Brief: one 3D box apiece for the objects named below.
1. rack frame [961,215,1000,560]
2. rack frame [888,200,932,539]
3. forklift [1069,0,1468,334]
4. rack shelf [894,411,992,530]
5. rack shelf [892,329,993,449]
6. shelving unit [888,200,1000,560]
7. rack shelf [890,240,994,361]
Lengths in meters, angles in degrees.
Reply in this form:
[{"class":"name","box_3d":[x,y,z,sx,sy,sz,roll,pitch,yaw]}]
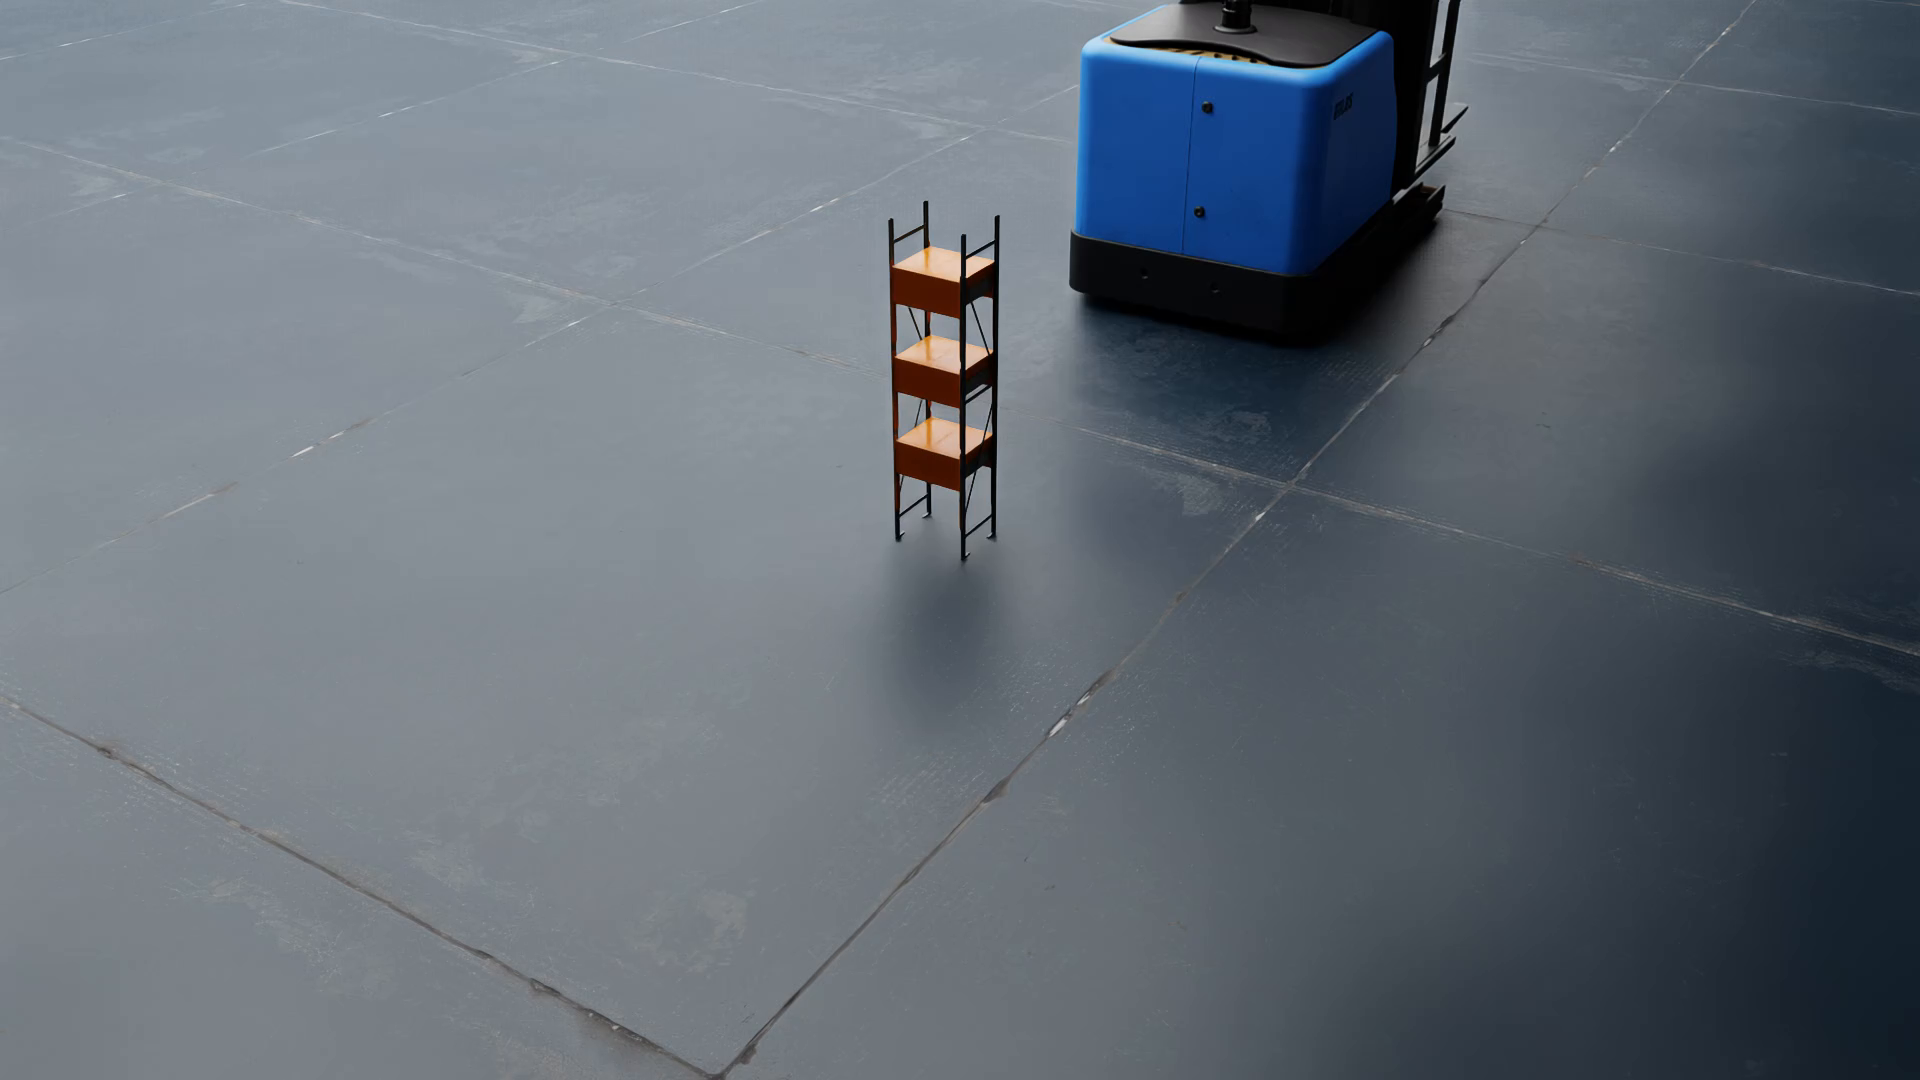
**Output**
[{"class":"rack frame","box_3d":[0.058,-0.435,4.954,0.008,1.050,0.200,18,35,27]},{"class":"rack frame","box_3d":[-0.149,-0.501,5.066,0.008,1.050,0.200,18,35,27]},{"class":"forklift","box_3d":[1.621,-2.780,7.107,1.130,2.935,3.031,16,34,25]},{"class":"rack shelf","box_3d":[-0.045,-0.219,5.155,0.240,0.259,0.215,18,35,27]},{"class":"rack shelf","box_3d":[-0.045,-0.459,5.015,0.240,0.259,0.215,18,35,27]},{"class":"shelving unit","box_3d":[-0.045,-0.468,5.010,0.252,1.050,0.215,18,35,27]},{"class":"rack shelf","box_3d":[-0.045,-0.704,4.872,0.240,0.259,0.215,18,35,27]}]
